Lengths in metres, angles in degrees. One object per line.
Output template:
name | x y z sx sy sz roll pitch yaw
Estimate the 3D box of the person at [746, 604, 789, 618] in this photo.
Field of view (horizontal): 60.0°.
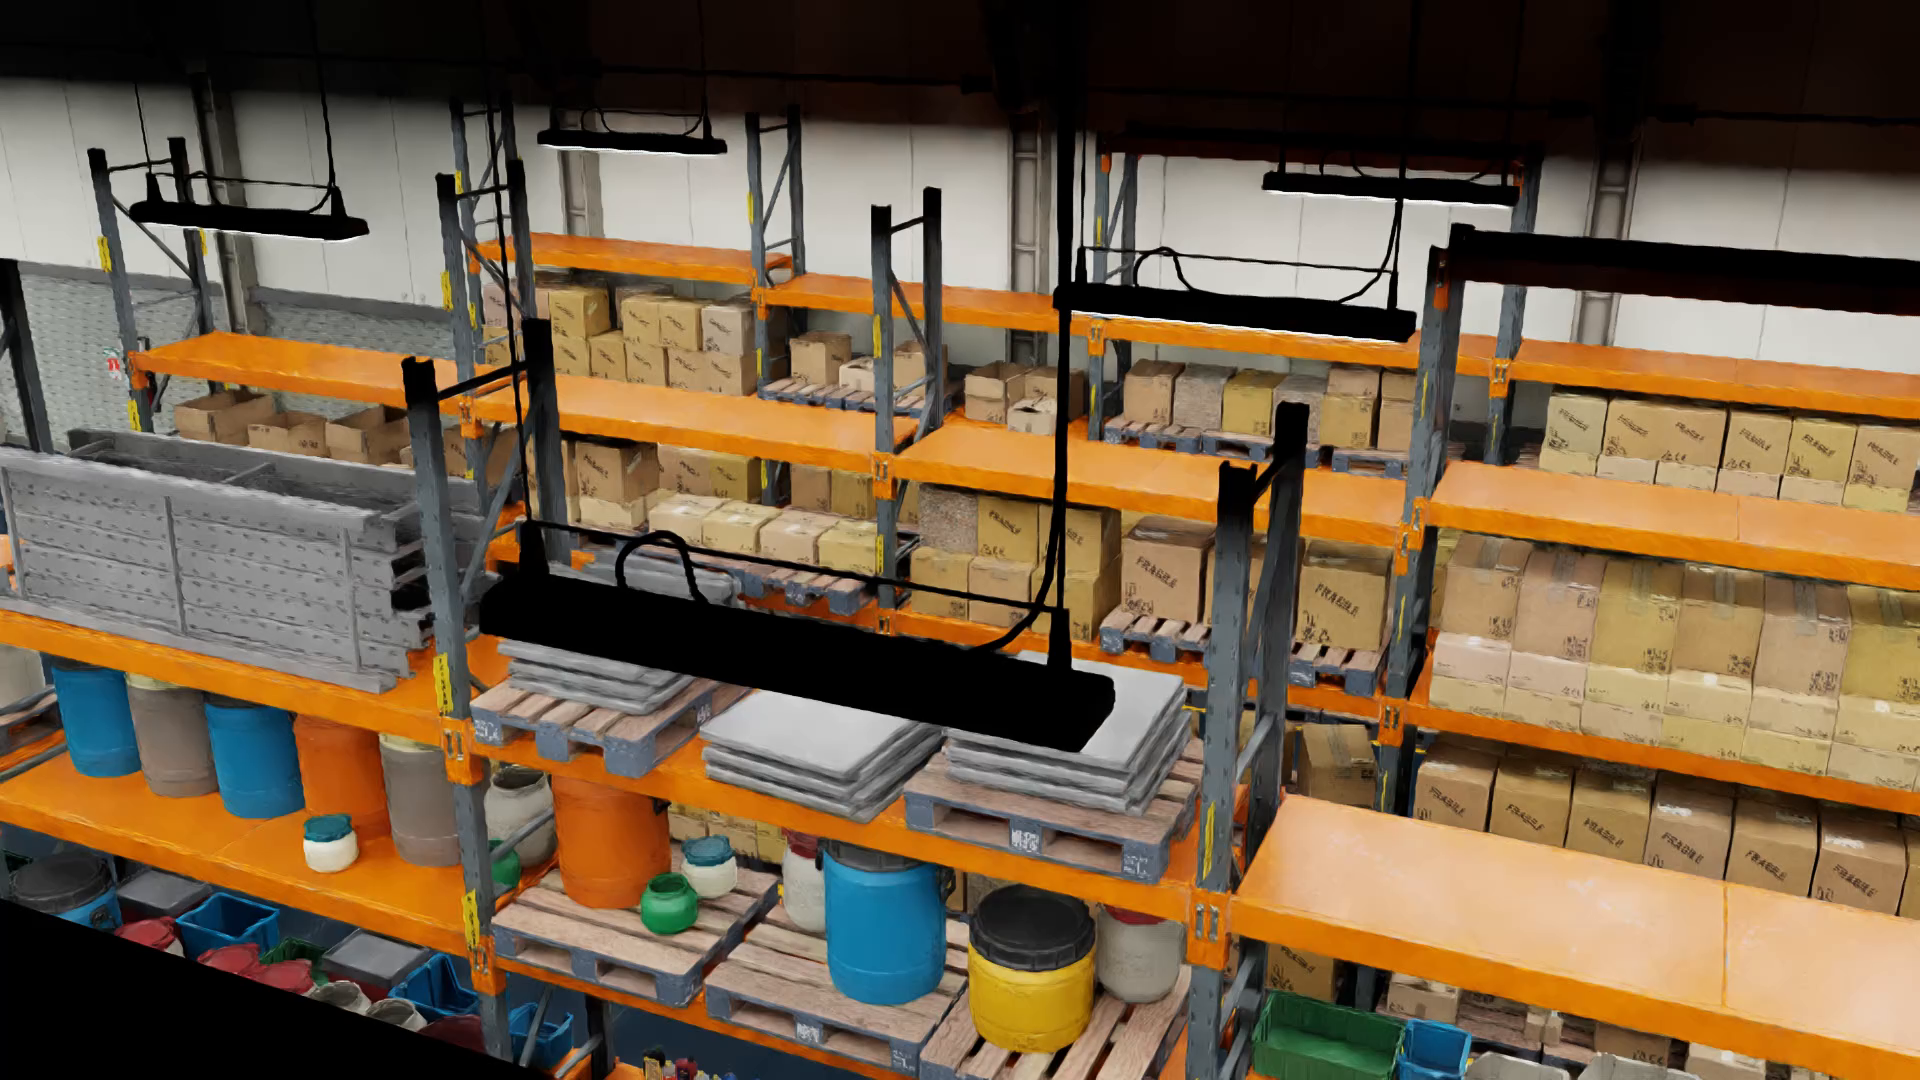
person | -2.174 0.685 18.527 0.995 1.622 0.448 6 21 15
